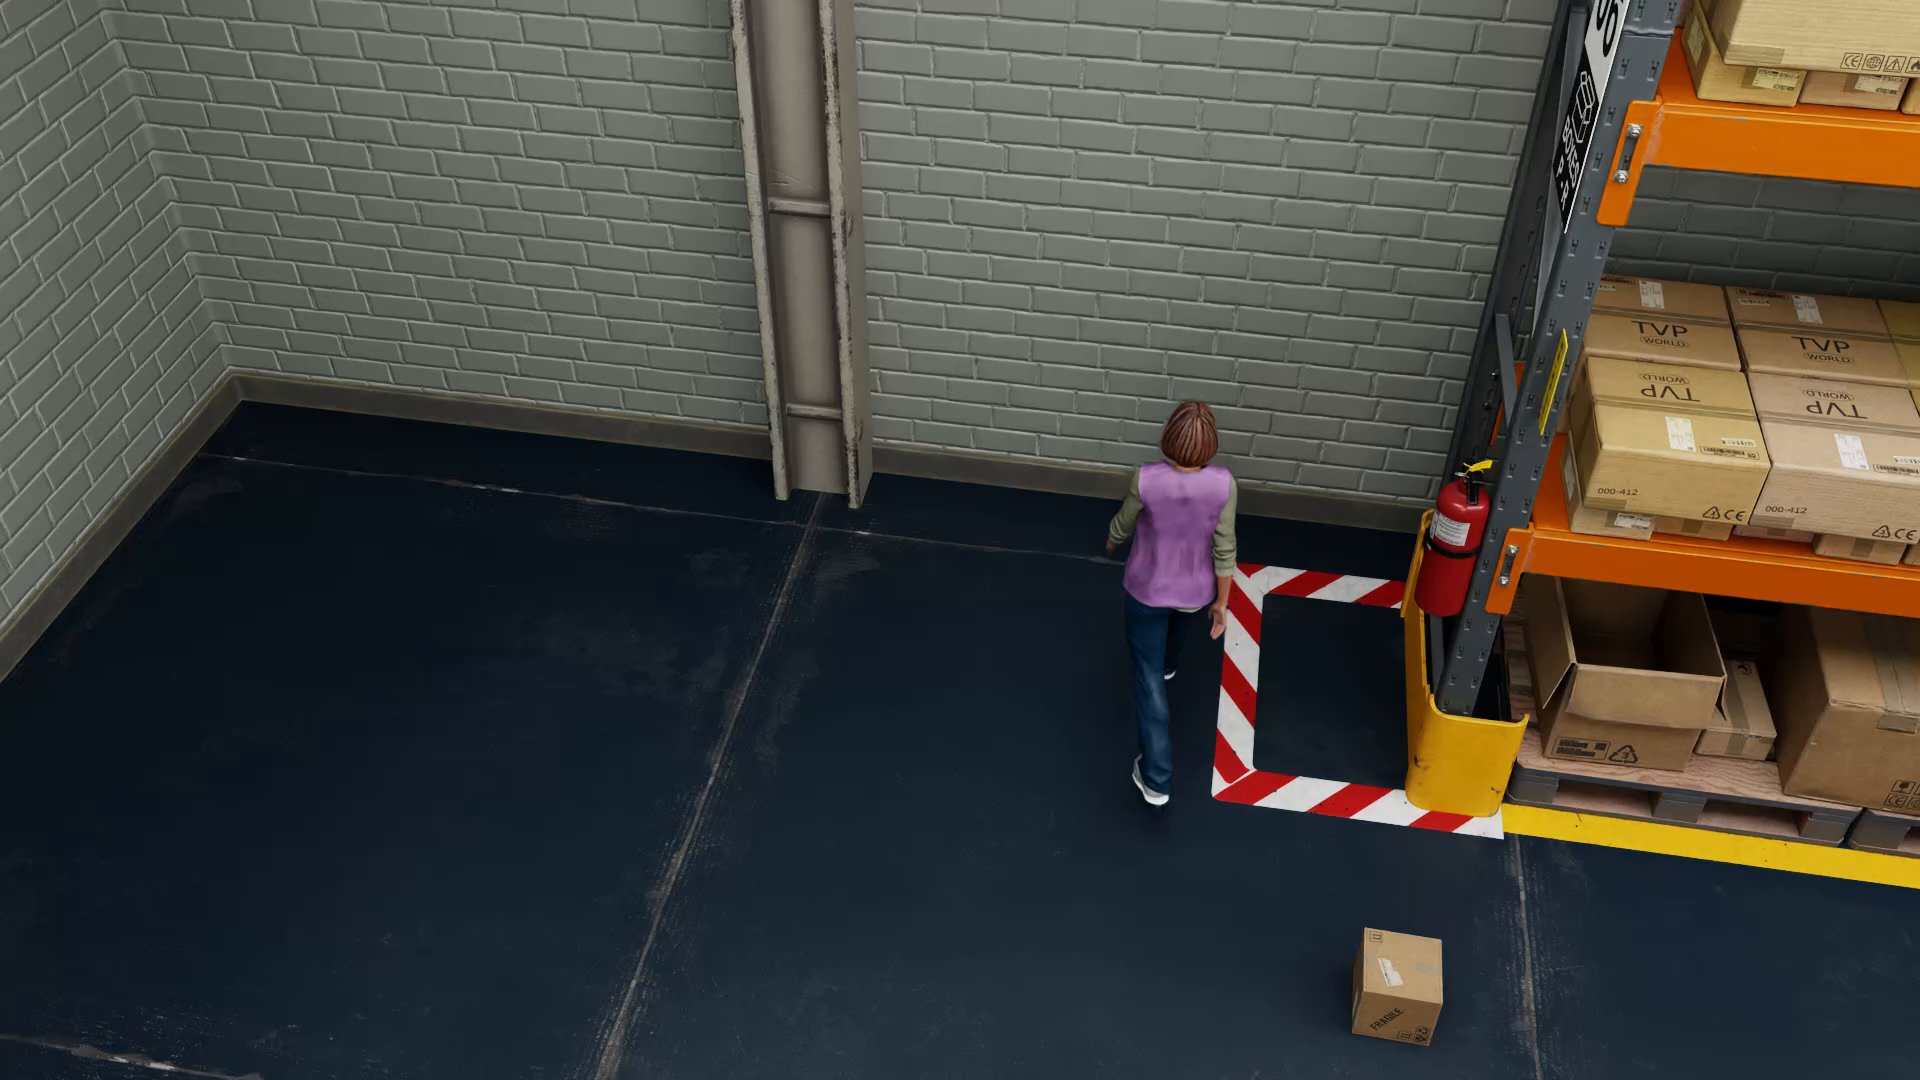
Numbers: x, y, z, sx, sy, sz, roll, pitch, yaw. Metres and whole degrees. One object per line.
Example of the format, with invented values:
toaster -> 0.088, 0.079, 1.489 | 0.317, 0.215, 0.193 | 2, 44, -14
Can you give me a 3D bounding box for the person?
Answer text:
person -> 0.750, 0.137, 5.999 | 0.430, 1.538, 0.983 | -1, 41, -1
